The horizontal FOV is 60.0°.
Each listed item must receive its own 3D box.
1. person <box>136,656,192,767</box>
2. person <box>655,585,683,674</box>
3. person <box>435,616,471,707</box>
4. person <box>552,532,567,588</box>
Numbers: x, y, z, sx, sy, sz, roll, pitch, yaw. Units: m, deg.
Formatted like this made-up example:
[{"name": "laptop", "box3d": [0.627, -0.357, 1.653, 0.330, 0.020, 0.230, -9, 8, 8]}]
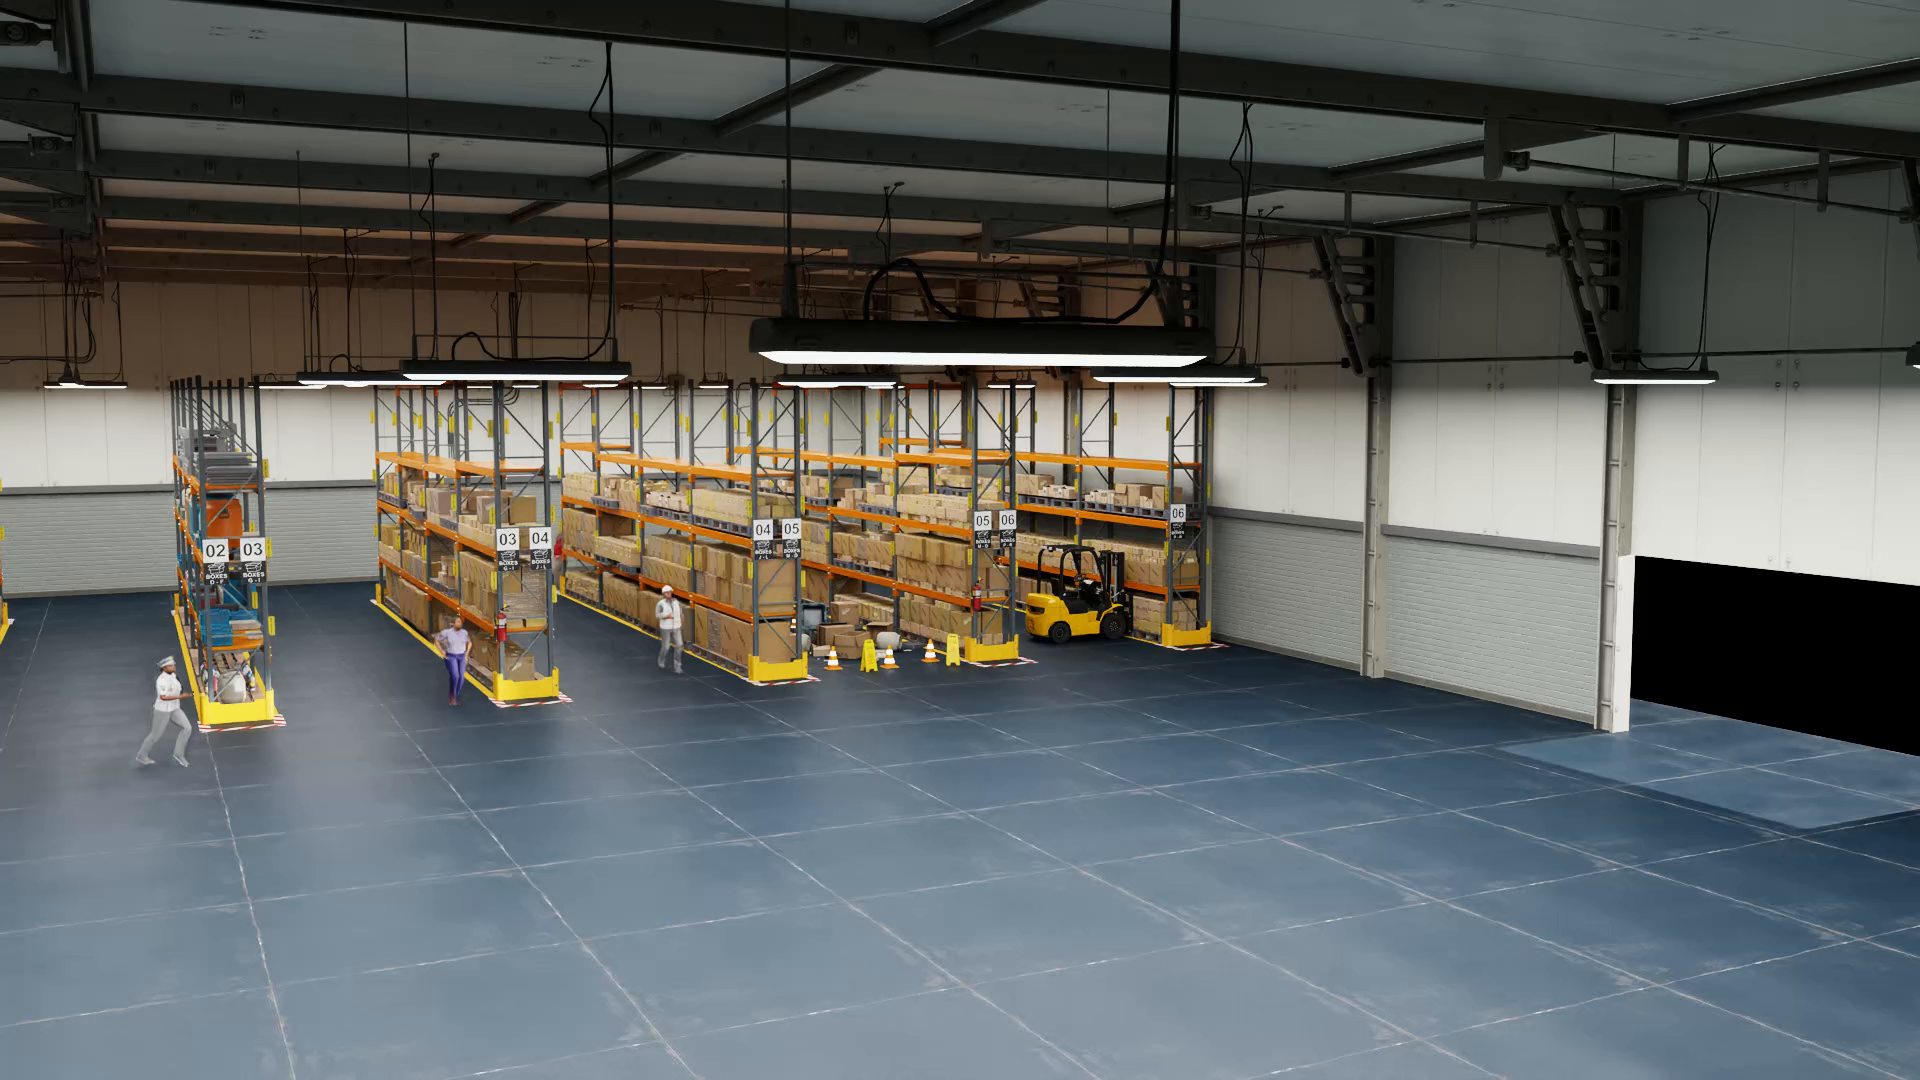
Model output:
[{"name": "person", "box3d": [-12.131, 2.624, 25.427, 0.878, 1.733, 0.586, 0, 5, 5]}, {"name": "person", "box3d": [-5.940, 1.827, 34.094, 0.661, 1.809, 0.822, -3, 6, -29]}, {"name": "person", "box3d": [-9.219, 2.215, 30.427, 0.619, 1.650, 0.644, -4, 7, -40]}, {"name": "person", "box3d": [-11.635, 0.582, 48.514, 0.604, 1.667, 0.721, -3, 6, -33]}]
